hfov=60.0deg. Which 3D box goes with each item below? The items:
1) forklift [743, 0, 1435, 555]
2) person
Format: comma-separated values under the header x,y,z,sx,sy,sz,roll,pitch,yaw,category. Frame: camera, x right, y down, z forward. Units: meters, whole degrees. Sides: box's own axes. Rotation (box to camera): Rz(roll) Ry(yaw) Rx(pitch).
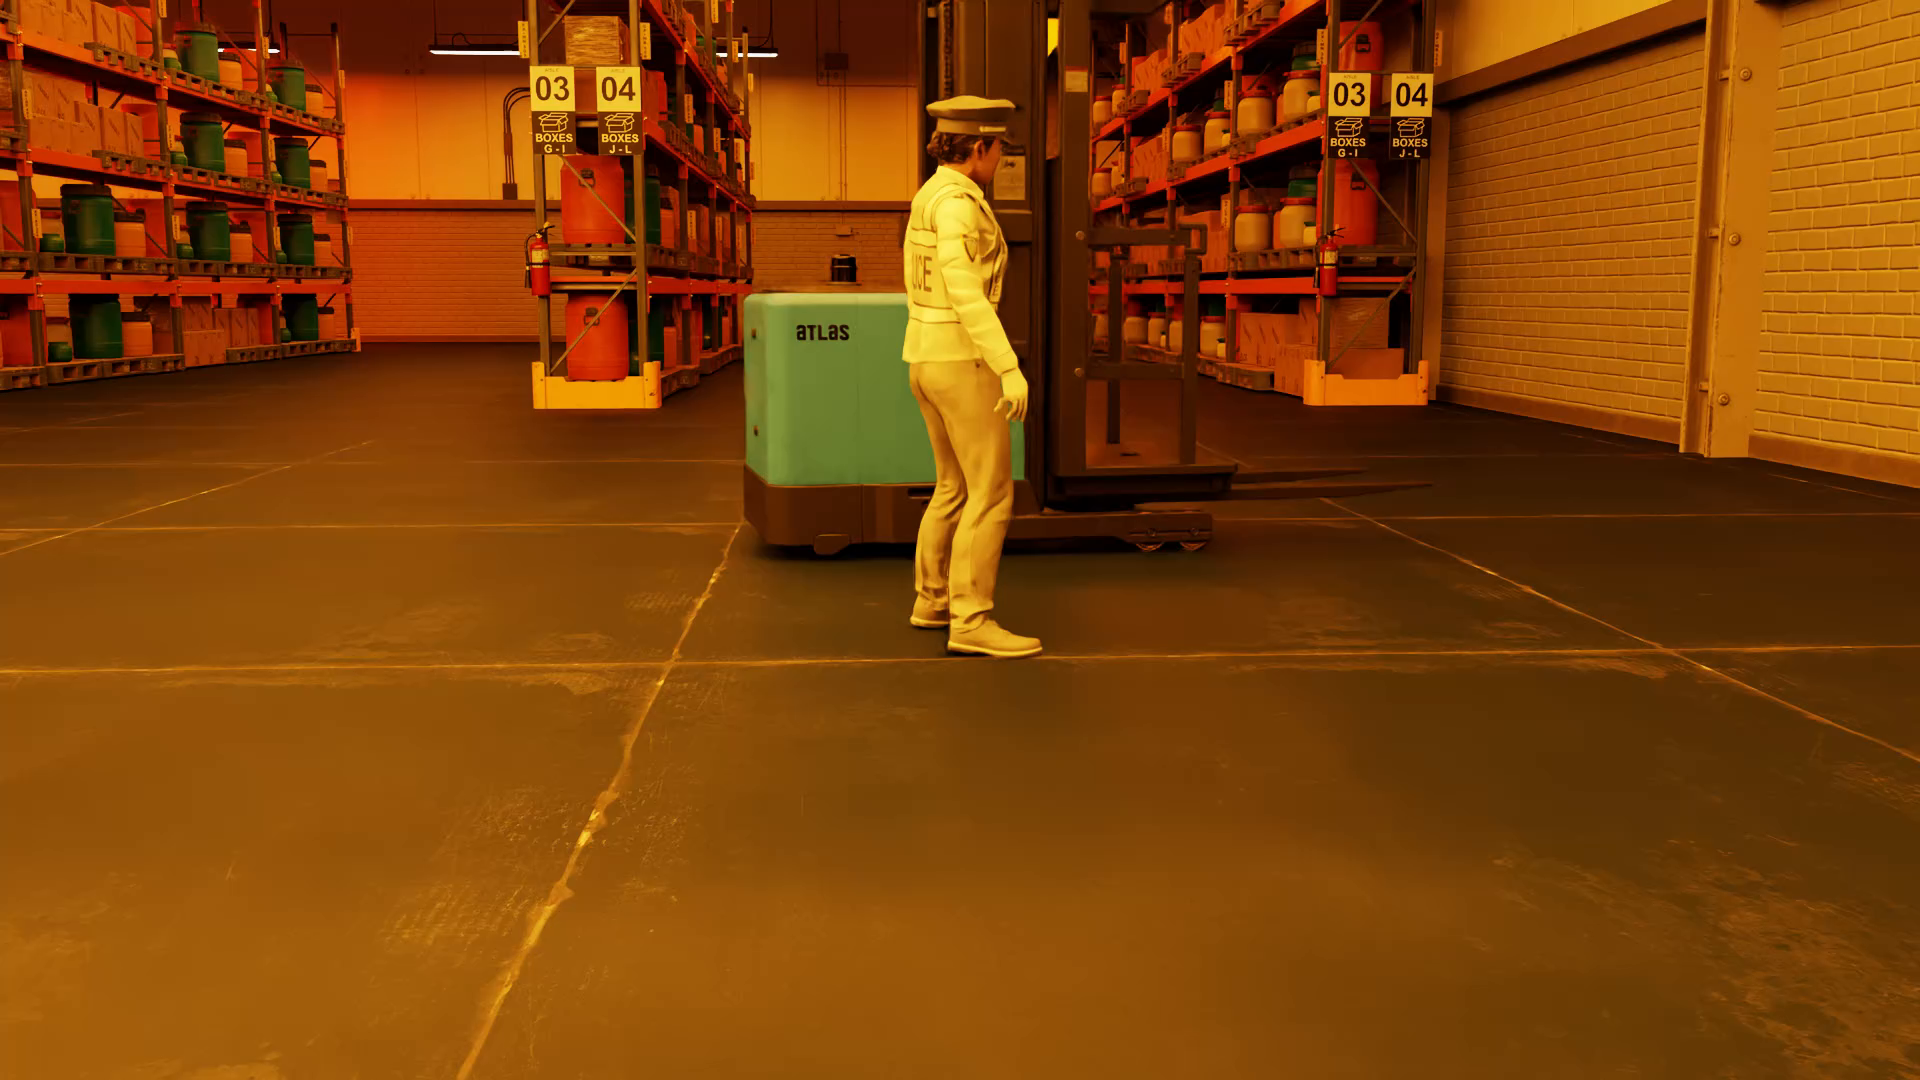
x,y,z,sx,sy,sz,roll,pitch,yaw,category
0.591,-1.478,7.285,3.031,2.935,1.130,-2,9,-13,forklift
0.014,-0.500,5.079,0.350,1.665,0.687,-2,9,-14,person
